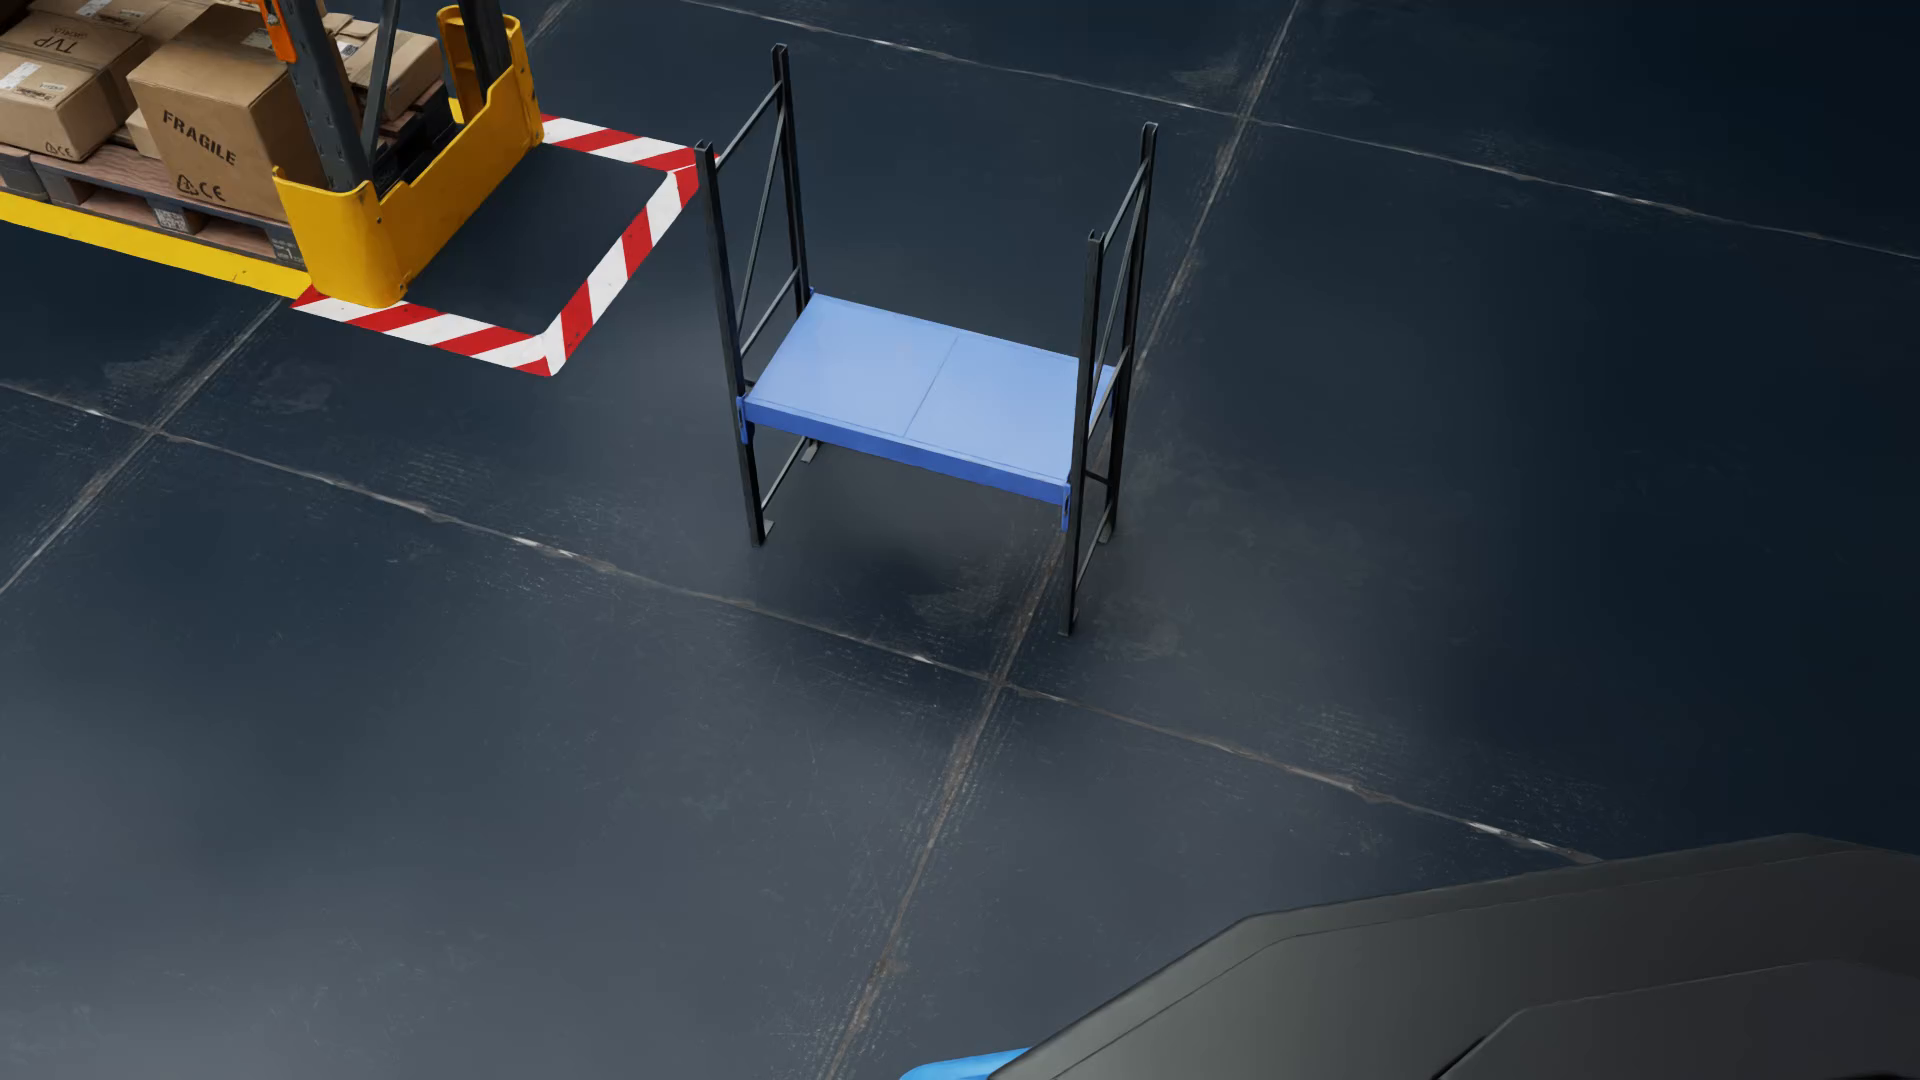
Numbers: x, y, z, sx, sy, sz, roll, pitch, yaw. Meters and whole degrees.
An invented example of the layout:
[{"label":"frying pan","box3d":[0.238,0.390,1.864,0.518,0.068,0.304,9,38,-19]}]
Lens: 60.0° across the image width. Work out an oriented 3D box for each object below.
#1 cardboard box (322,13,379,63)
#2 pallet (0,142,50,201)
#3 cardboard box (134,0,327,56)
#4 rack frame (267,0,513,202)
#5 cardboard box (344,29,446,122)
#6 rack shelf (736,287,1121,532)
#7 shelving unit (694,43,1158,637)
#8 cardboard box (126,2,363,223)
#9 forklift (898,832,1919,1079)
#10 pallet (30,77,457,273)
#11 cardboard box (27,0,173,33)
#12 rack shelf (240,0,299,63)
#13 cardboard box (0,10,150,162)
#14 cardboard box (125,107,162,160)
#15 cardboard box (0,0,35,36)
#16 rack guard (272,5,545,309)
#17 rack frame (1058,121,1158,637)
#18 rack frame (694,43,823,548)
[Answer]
[{"label":"cardboard box","box3d":[-2.443,-1.872,6.472,0.250,0.166,0.380,16,51,13]},{"label":"pallet","box3d":[-3.895,-1.873,6.734,1.213,0.211,1.003,16,51,13]},{"label":"cardboard box","box3d":[-2.815,-1.955,6.488,0.500,0.250,0.500,16,51,13]},{"label":"rack frame","box3d":[-1.935,-2.237,5.204,0.127,3.000,1.000,16,51,13]},{"label":"cardboard box","box3d":[-2.208,-1.801,6.421,0.250,0.149,0.380,16,51,13]},{"label":"rack shelf","box3d":[-0.080,-0.396,4.839,1.000,0.185,0.538,16,51,13]},{"label":"shelving unit","box3d":[-0.080,-0.514,4.703,1.048,1.500,0.538,16,51,13]},{"label":"cardboard box","box3d":[-2.530,-1.531,5.955,0.500,0.500,0.500,16,51,13]},{"label":"forklift","box3d":[0.590,1.747,1.796,1.130,2.935,3.031,-7,49,-6]},{"label":"pallet","box3d":[-2.754,-1.552,6.456,1.213,0.211,1.003,16,51,13]},{"label":"cardboard box","box3d":[-3.284,-2.086,6.602,0.500,0.250,0.500,16,51,13]},{"label":"rack shelf","box3d":[-3.811,-2.526,5.930,4.000,0.370,1.077,16,51,13]},{"label":"cardboard box","box3d":[-3.411,-1.719,6.283,0.500,0.250,0.500,16,51,13]},{"label":"cardboard box","box3d":[-2.879,-1.591,6.228,0.250,0.166,0.380,16,51,13]},{"label":"cardboard box","box3d":[-3.923,-2.123,6.466,0.637,0.503,0.797,16,51,13]},{"label":"rack guard","box3d":[-2.006,-1.439,6.166,0.348,0.500,1.175,16,51,13]},{"label":"rack frame","box3d":[0.397,-0.380,4.587,0.032,1.500,0.500,16,51,13]},{"label":"rack frame","box3d":[-0.557,-0.647,4.818,0.032,1.500,0.500,16,51,13]}]
